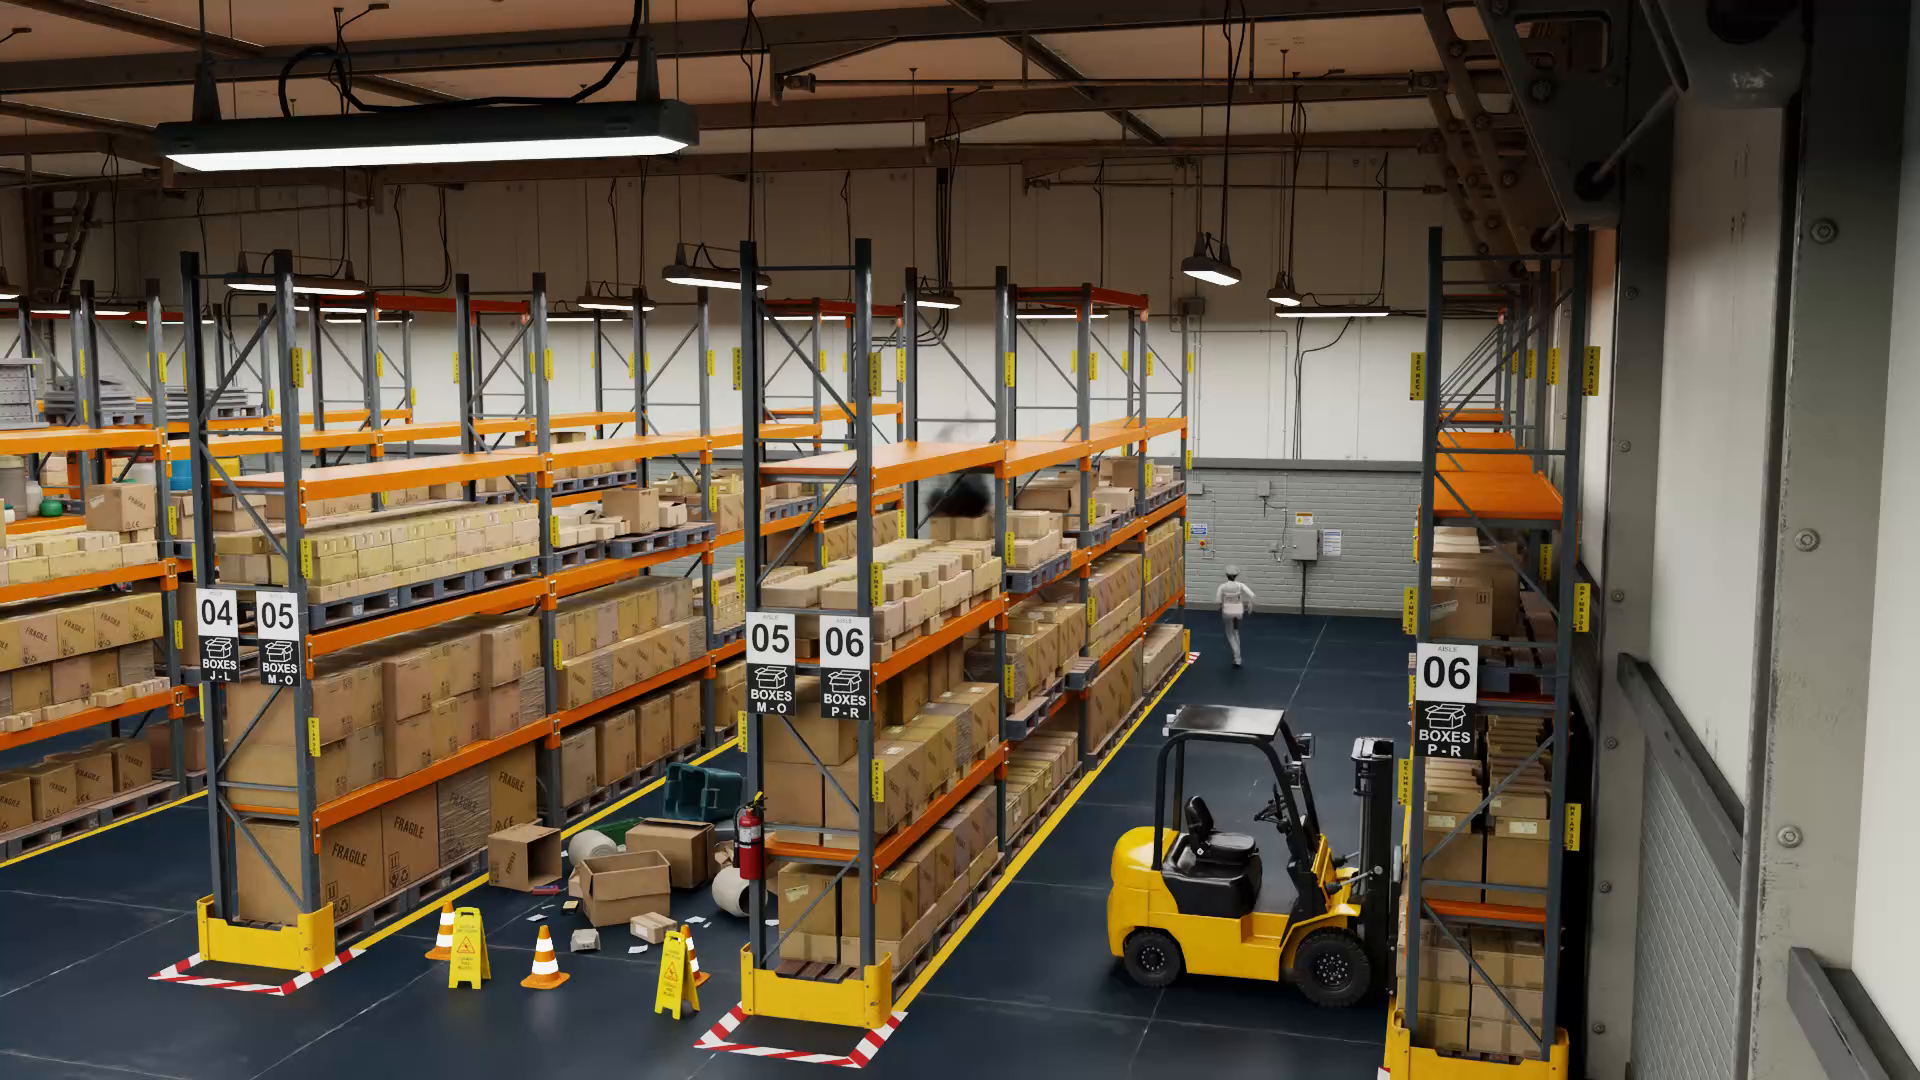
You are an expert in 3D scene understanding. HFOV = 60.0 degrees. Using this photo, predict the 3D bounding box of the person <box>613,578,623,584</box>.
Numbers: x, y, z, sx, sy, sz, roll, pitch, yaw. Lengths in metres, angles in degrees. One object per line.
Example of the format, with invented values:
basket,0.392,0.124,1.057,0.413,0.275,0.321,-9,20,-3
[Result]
person,-5.479,1.395,26.865,0.546,1.567,0.657,1,6,9

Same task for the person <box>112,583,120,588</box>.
person,-14.917,1.117,28.953,0.619,1.660,0.647,0,6,4

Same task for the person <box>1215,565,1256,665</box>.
person,4.526,1.262,27.569,0.595,1.719,0.613,-1,6,-10
